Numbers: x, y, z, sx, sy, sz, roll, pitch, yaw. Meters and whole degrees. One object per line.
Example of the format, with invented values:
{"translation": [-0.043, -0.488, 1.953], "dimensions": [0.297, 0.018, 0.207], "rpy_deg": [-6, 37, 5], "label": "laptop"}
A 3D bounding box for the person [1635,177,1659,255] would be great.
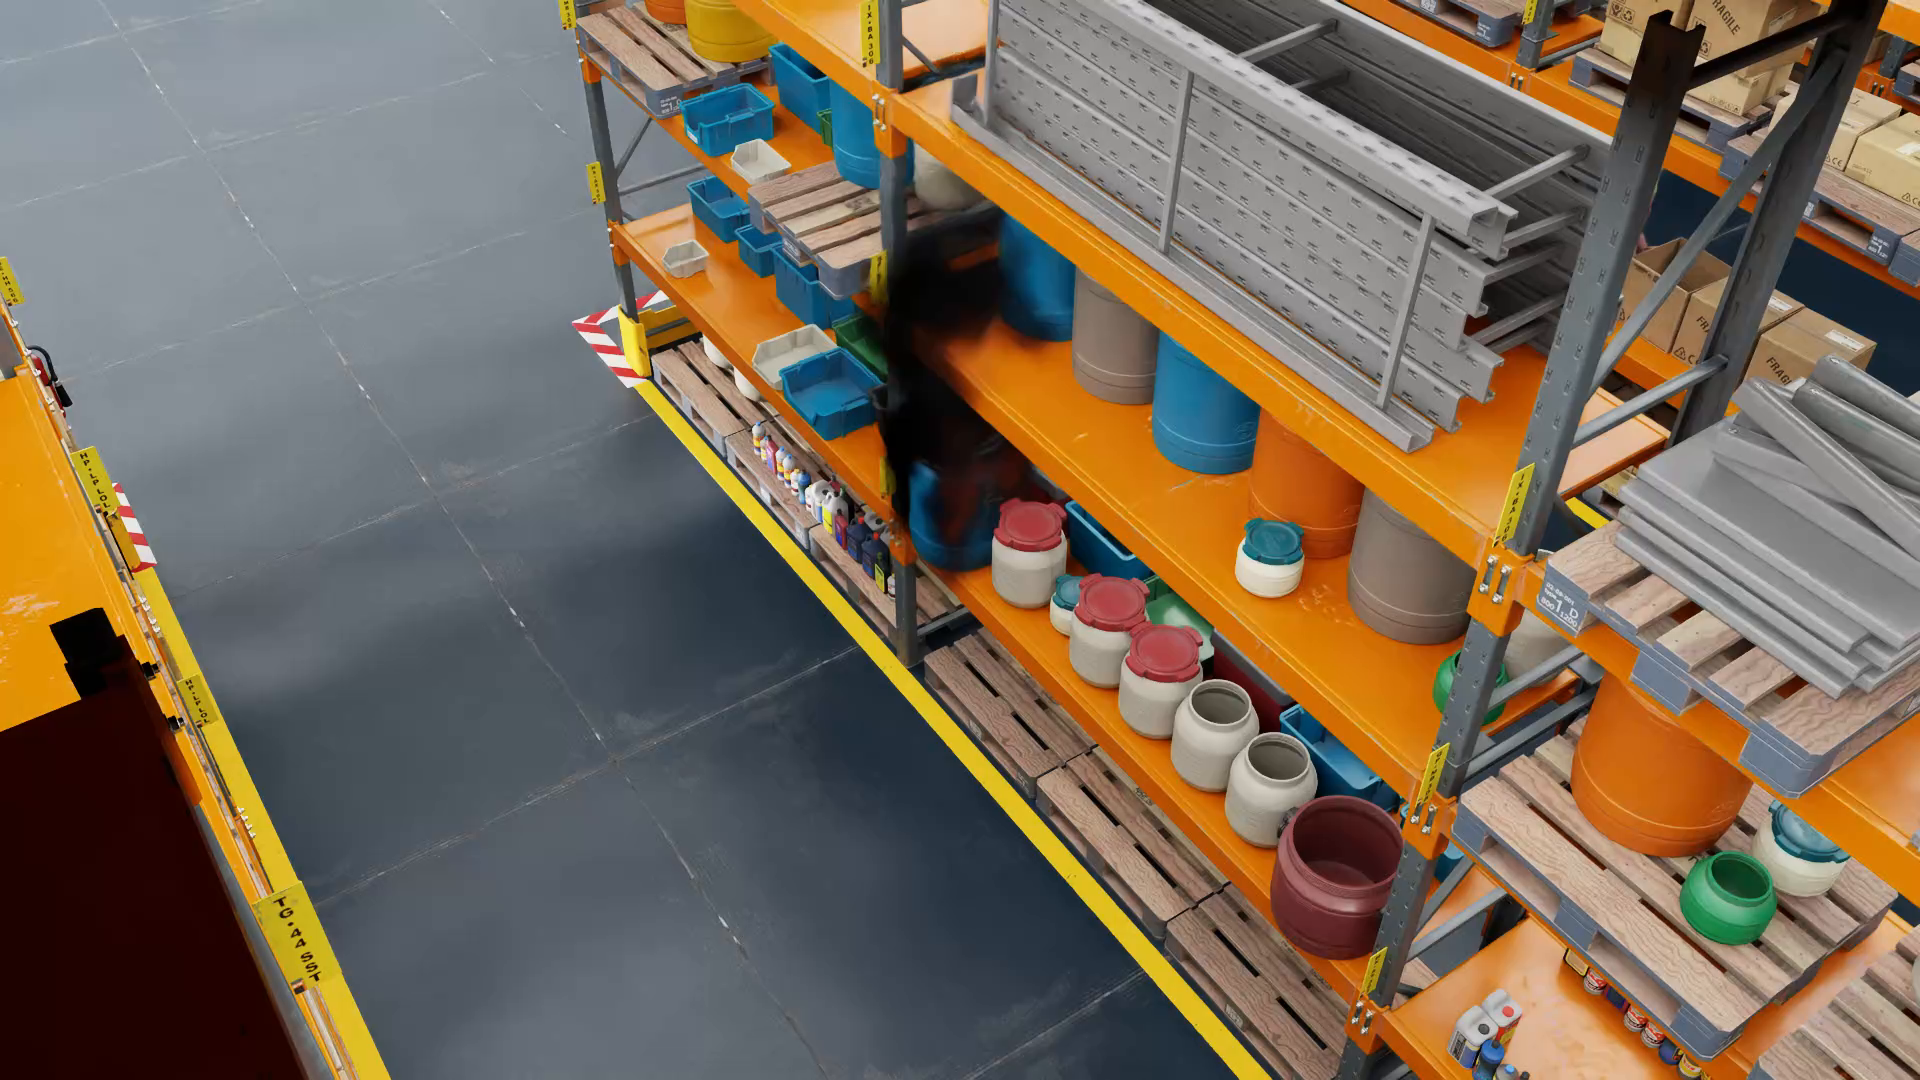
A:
{"translation": [5.538, -2.821, 13.626], "dimensions": [0.581, 1.675, 0.692], "rpy_deg": [-26, 49, -26], "label": "person"}
